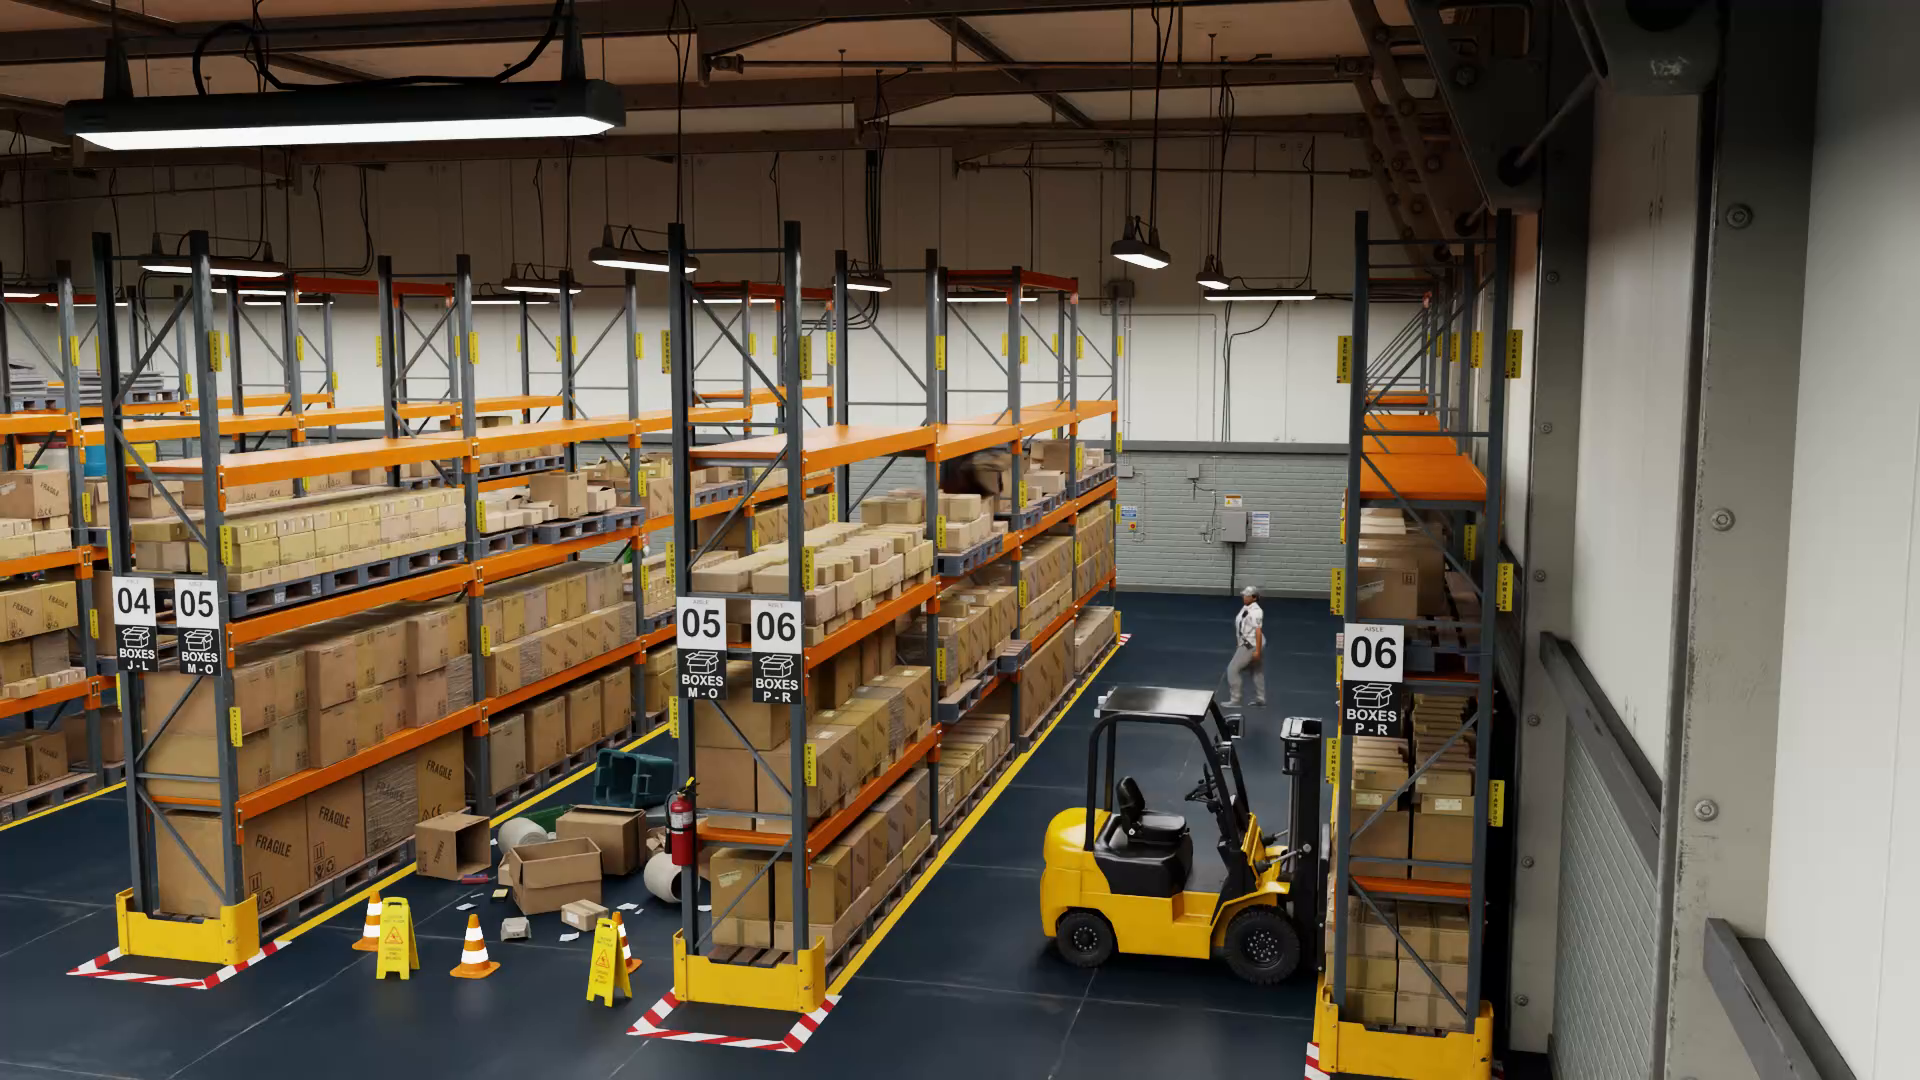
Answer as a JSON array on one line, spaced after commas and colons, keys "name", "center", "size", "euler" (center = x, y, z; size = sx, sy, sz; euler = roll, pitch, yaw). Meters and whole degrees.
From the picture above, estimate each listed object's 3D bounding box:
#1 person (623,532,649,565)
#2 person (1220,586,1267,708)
[{"name": "person", "center": [-6.620, 0.170, 33.925], "size": [0.593, 1.836, 0.435], "euler": [4, 8, 29]}, {"name": "person", "center": [3.768, 1.428, 22.007], "size": [0.581, 1.655, 0.546], "euler": [2, 7, 15]}]
